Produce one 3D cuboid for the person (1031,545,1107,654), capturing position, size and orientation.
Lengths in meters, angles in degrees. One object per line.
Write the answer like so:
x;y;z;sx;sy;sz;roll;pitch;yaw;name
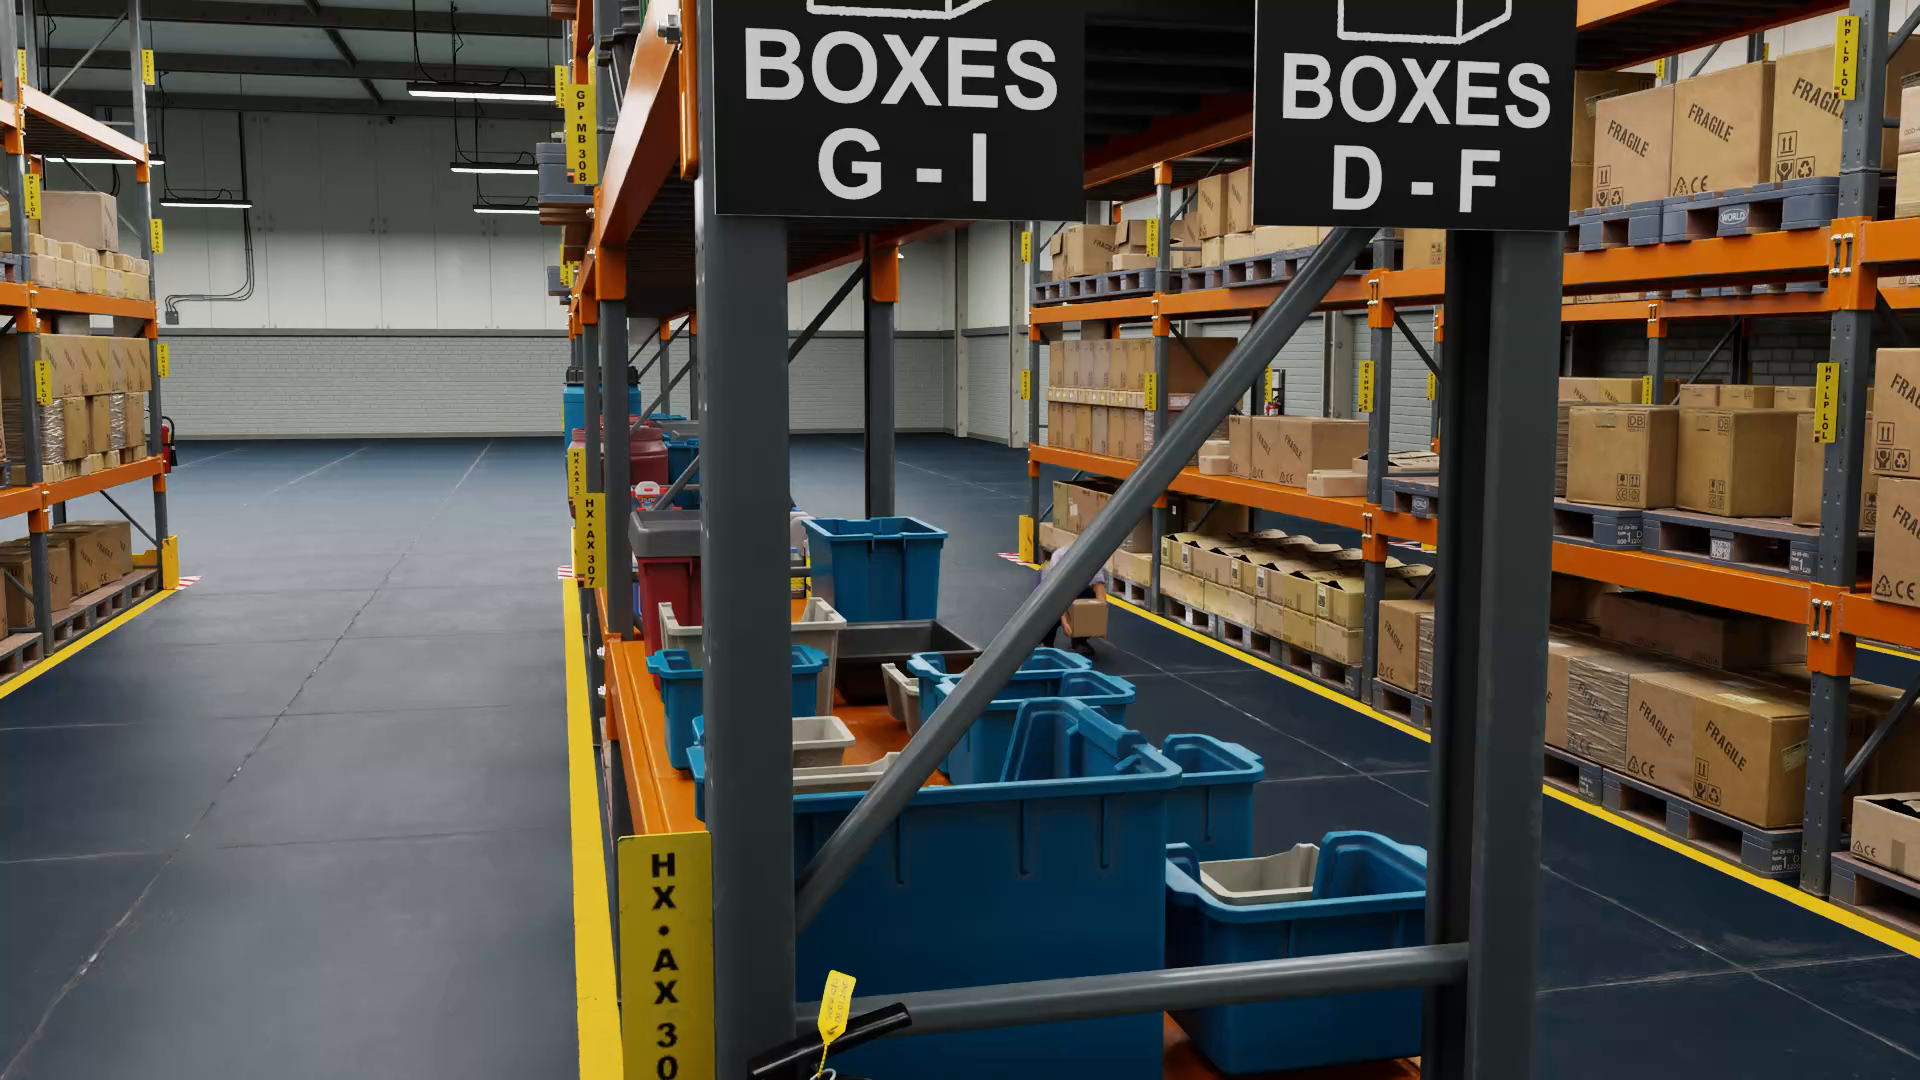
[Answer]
0.846;0.410;12.778;0.499;0.951;0.828;-2;6;-15;person
